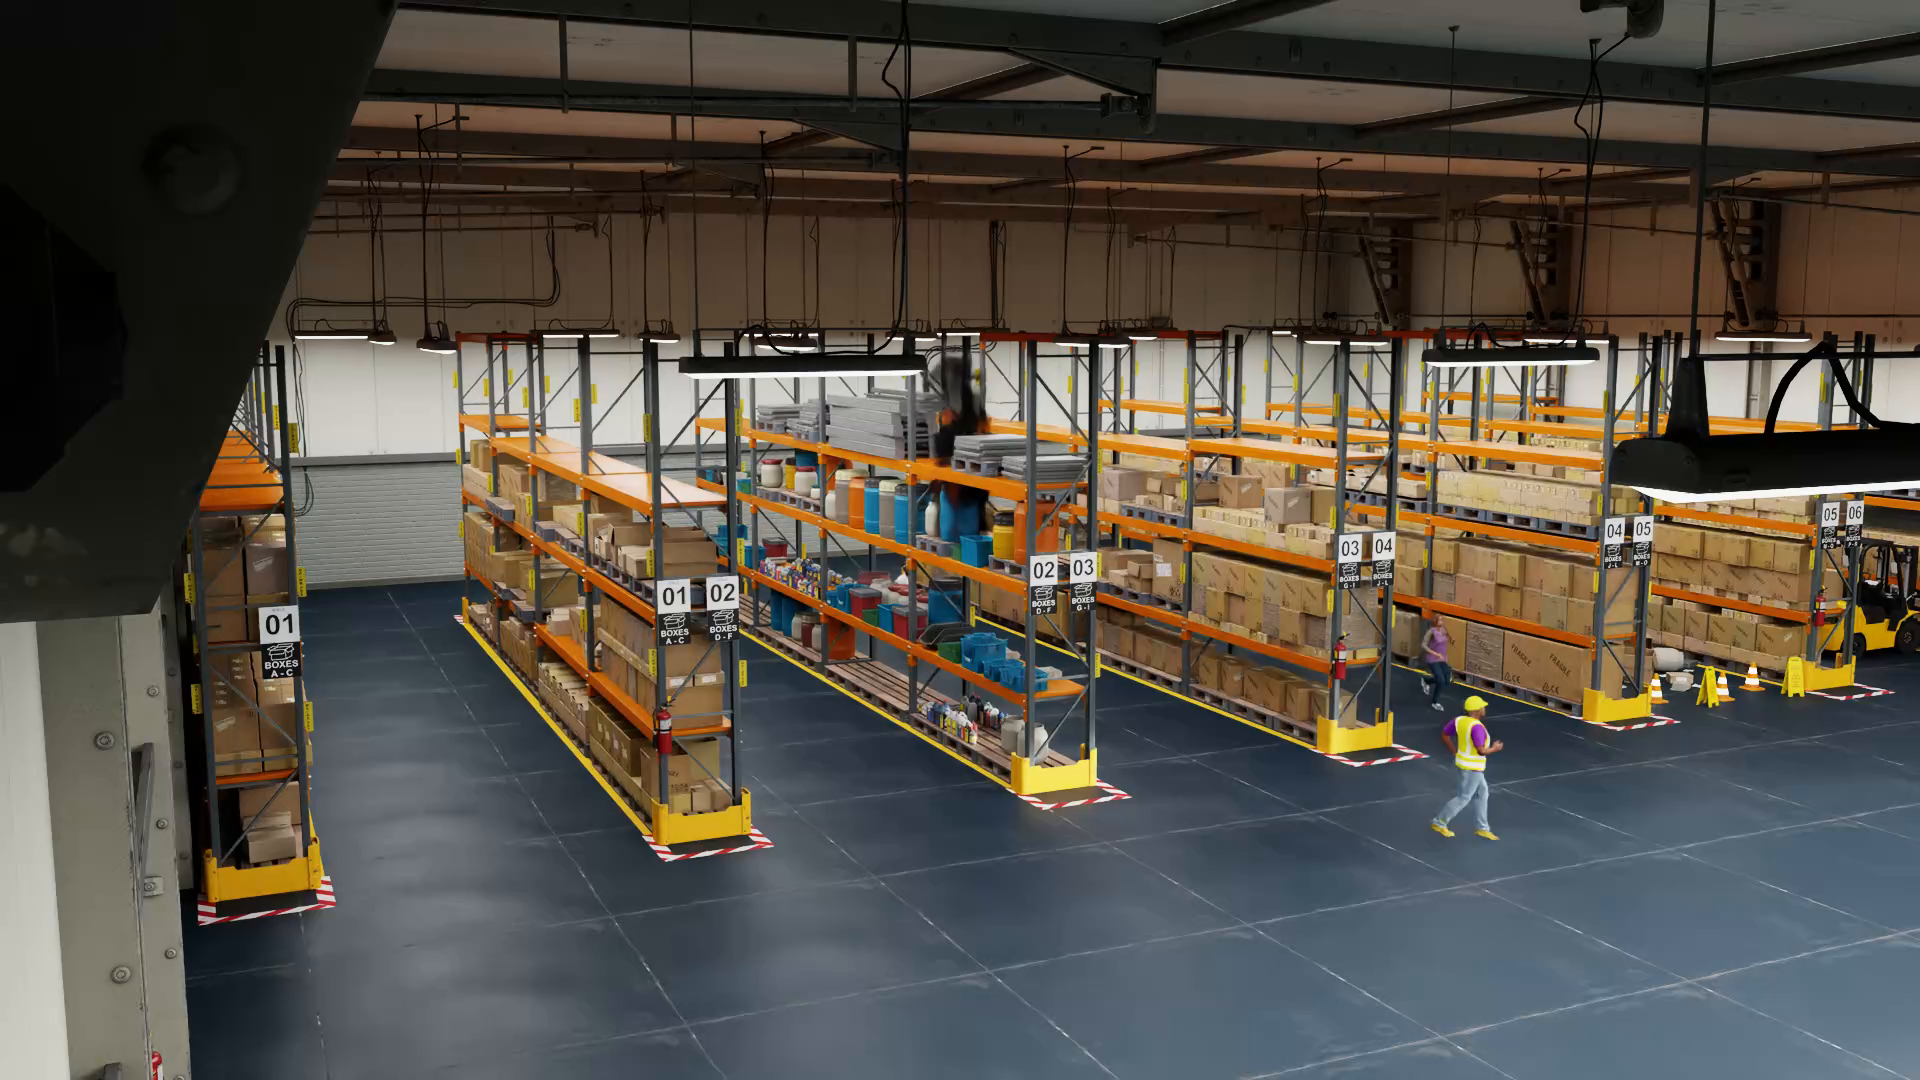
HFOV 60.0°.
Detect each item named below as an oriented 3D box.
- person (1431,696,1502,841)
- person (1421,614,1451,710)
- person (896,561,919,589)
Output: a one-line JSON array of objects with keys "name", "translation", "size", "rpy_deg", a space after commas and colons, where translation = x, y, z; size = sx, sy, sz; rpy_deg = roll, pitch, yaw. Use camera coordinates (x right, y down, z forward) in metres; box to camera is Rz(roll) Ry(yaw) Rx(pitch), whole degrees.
[{"name": "person", "translation": [6.124, 2.772, 19.988], "size": [0.869, 1.809, 0.670], "rpy_deg": [0, 8, -1]}, {"name": "person", "translation": [7.669, 1.957, 26.918], "size": [0.578, 1.558, 0.546], "rpy_deg": [-6, 10, -39]}, {"name": "person", "translation": [-0.969, 1.211, 31.978], "size": [0.570, 1.661, 0.554], "rpy_deg": [-5, 9, -30]}]
